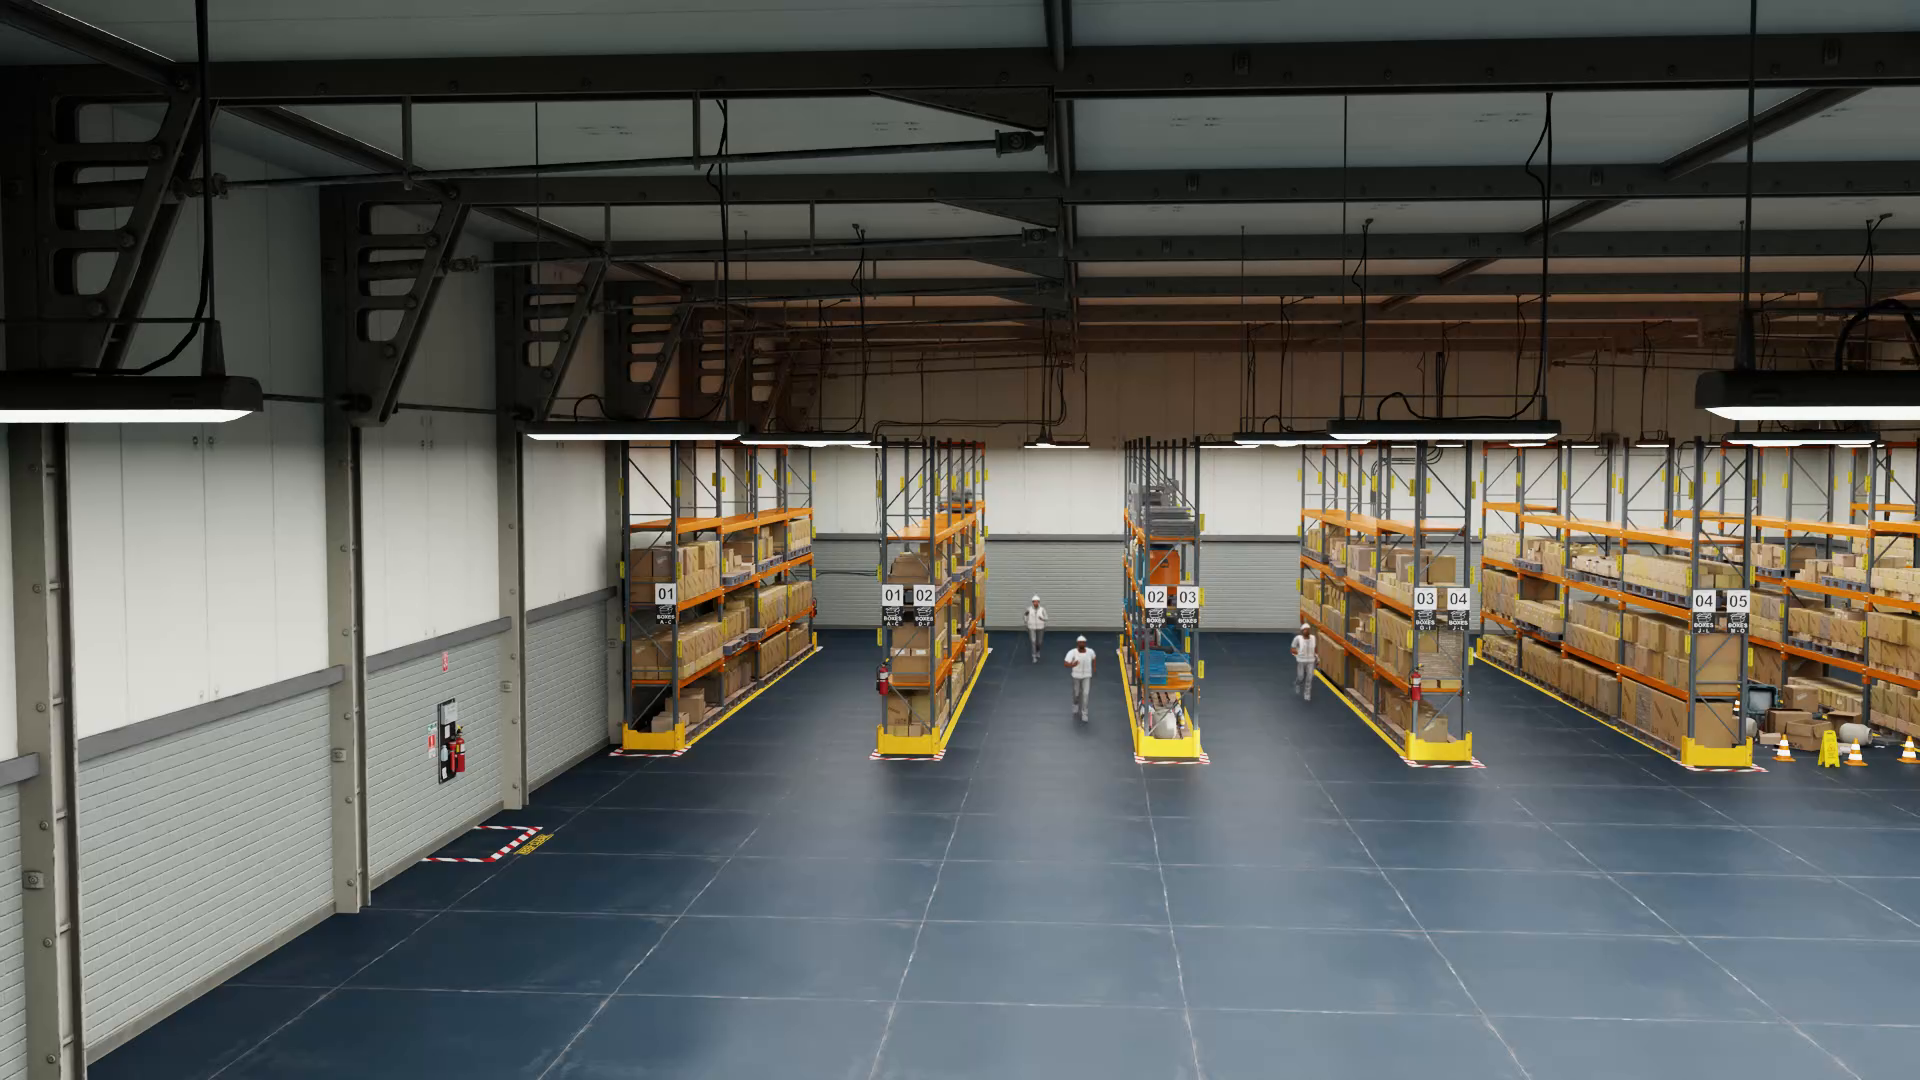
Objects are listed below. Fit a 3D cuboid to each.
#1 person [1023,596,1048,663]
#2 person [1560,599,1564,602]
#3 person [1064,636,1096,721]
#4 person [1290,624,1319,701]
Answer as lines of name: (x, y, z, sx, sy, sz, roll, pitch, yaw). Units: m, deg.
person: (2.056, 2.398, 45.074, 0.656, 1.759, 0.968, 0, 3, -4)
person: (16.490, 2.412, 45.658, 0.681, 1.734, 0.677, 0, 3, 2)
person: (2.577, 2.915, 35.426, 0.736, 1.755, 0.956, 0, 3, -6)
person: (7.940, 2.795, 38.277, 0.691, 1.750, 0.764, 0, 3, -6)
